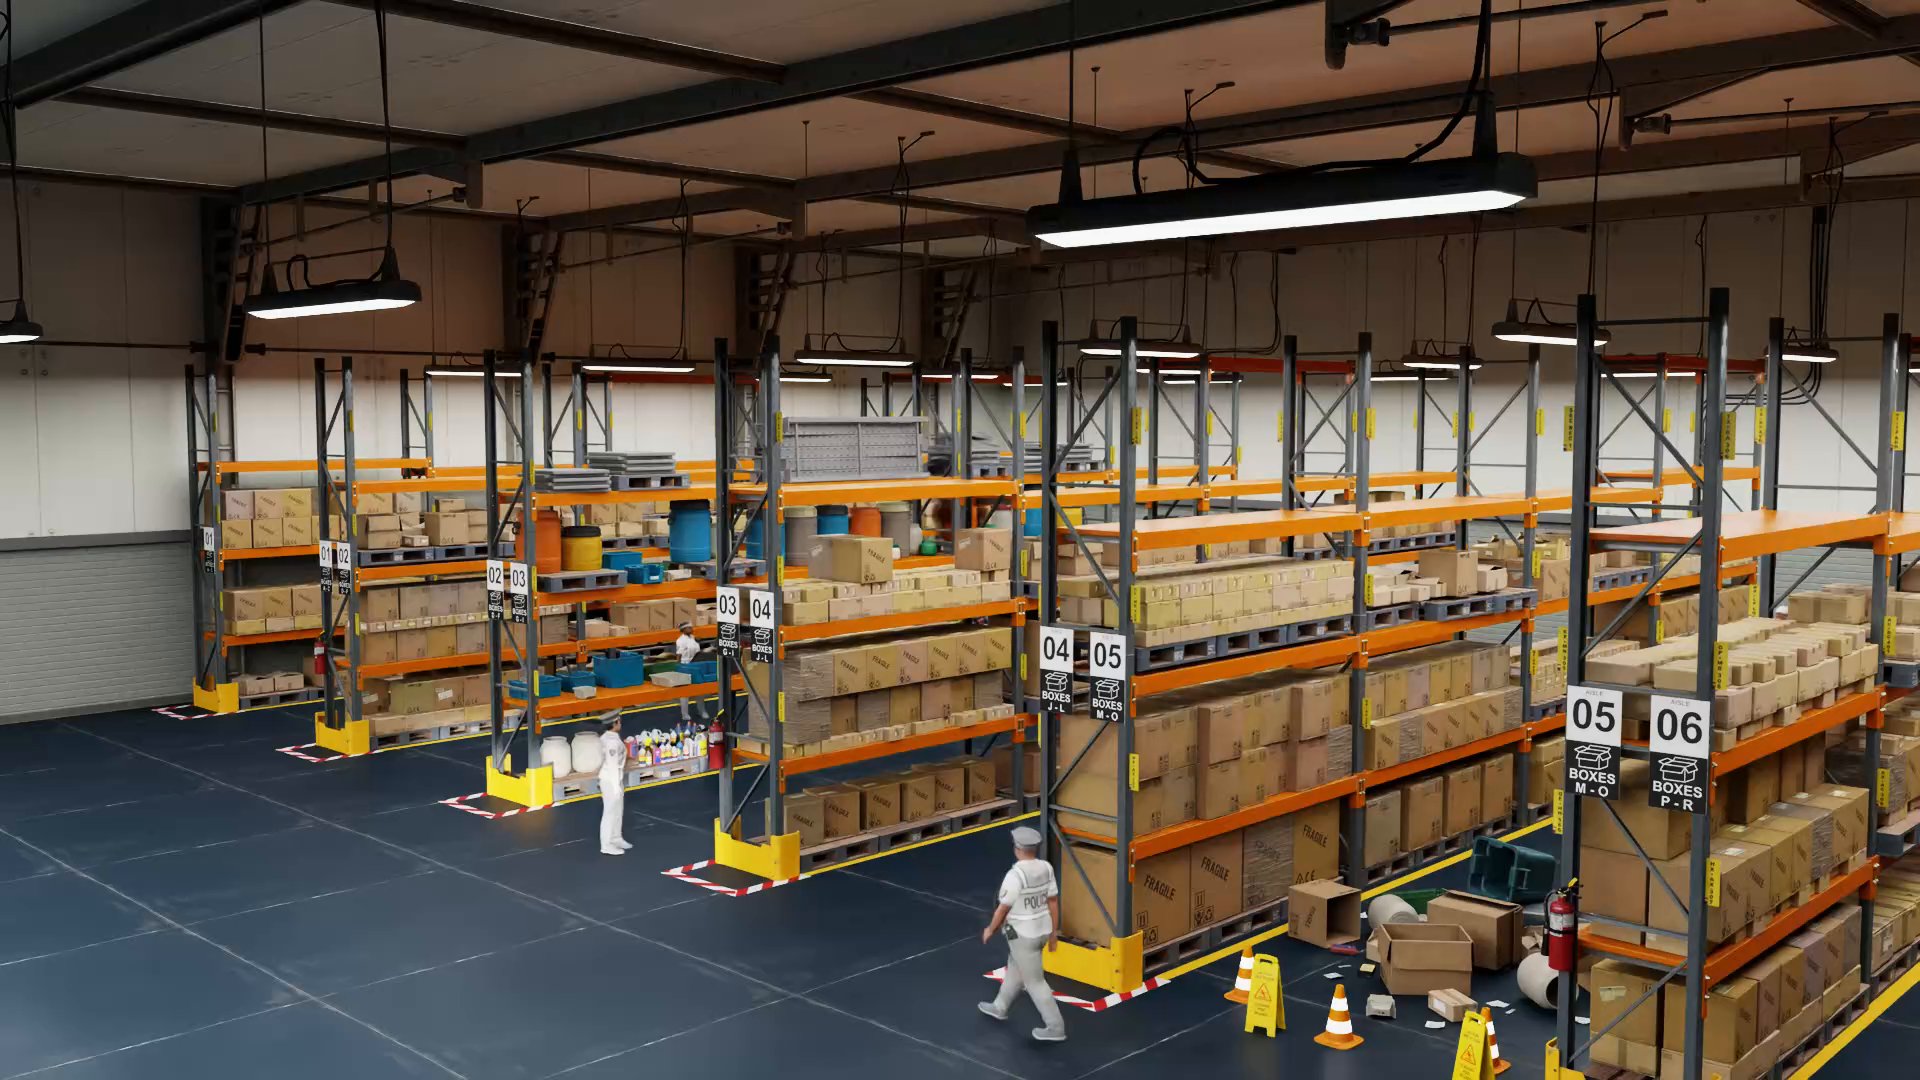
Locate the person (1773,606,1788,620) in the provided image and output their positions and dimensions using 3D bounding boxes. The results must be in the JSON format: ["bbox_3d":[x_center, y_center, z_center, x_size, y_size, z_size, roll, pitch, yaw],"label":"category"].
[{"bbox_3d":[14.563,2.035,29.447,0.838,1.742,0.590,1,4,11],"label":"person"}]

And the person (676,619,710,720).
[{"bbox_3d":[-4.539,2.190,28.107,0.572,1.729,0.367,-4,6,-40],"label":"person"}]

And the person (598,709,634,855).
[{"bbox_3d":[-4.043,2.852,19.534,0.392,1.722,0.571,-1,4,-10],"label":"person"}]

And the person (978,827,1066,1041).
[{"bbox_3d":[0.467,3.228,13.773,0.987,1.720,0.536,3,5,32],"label":"person"}]
